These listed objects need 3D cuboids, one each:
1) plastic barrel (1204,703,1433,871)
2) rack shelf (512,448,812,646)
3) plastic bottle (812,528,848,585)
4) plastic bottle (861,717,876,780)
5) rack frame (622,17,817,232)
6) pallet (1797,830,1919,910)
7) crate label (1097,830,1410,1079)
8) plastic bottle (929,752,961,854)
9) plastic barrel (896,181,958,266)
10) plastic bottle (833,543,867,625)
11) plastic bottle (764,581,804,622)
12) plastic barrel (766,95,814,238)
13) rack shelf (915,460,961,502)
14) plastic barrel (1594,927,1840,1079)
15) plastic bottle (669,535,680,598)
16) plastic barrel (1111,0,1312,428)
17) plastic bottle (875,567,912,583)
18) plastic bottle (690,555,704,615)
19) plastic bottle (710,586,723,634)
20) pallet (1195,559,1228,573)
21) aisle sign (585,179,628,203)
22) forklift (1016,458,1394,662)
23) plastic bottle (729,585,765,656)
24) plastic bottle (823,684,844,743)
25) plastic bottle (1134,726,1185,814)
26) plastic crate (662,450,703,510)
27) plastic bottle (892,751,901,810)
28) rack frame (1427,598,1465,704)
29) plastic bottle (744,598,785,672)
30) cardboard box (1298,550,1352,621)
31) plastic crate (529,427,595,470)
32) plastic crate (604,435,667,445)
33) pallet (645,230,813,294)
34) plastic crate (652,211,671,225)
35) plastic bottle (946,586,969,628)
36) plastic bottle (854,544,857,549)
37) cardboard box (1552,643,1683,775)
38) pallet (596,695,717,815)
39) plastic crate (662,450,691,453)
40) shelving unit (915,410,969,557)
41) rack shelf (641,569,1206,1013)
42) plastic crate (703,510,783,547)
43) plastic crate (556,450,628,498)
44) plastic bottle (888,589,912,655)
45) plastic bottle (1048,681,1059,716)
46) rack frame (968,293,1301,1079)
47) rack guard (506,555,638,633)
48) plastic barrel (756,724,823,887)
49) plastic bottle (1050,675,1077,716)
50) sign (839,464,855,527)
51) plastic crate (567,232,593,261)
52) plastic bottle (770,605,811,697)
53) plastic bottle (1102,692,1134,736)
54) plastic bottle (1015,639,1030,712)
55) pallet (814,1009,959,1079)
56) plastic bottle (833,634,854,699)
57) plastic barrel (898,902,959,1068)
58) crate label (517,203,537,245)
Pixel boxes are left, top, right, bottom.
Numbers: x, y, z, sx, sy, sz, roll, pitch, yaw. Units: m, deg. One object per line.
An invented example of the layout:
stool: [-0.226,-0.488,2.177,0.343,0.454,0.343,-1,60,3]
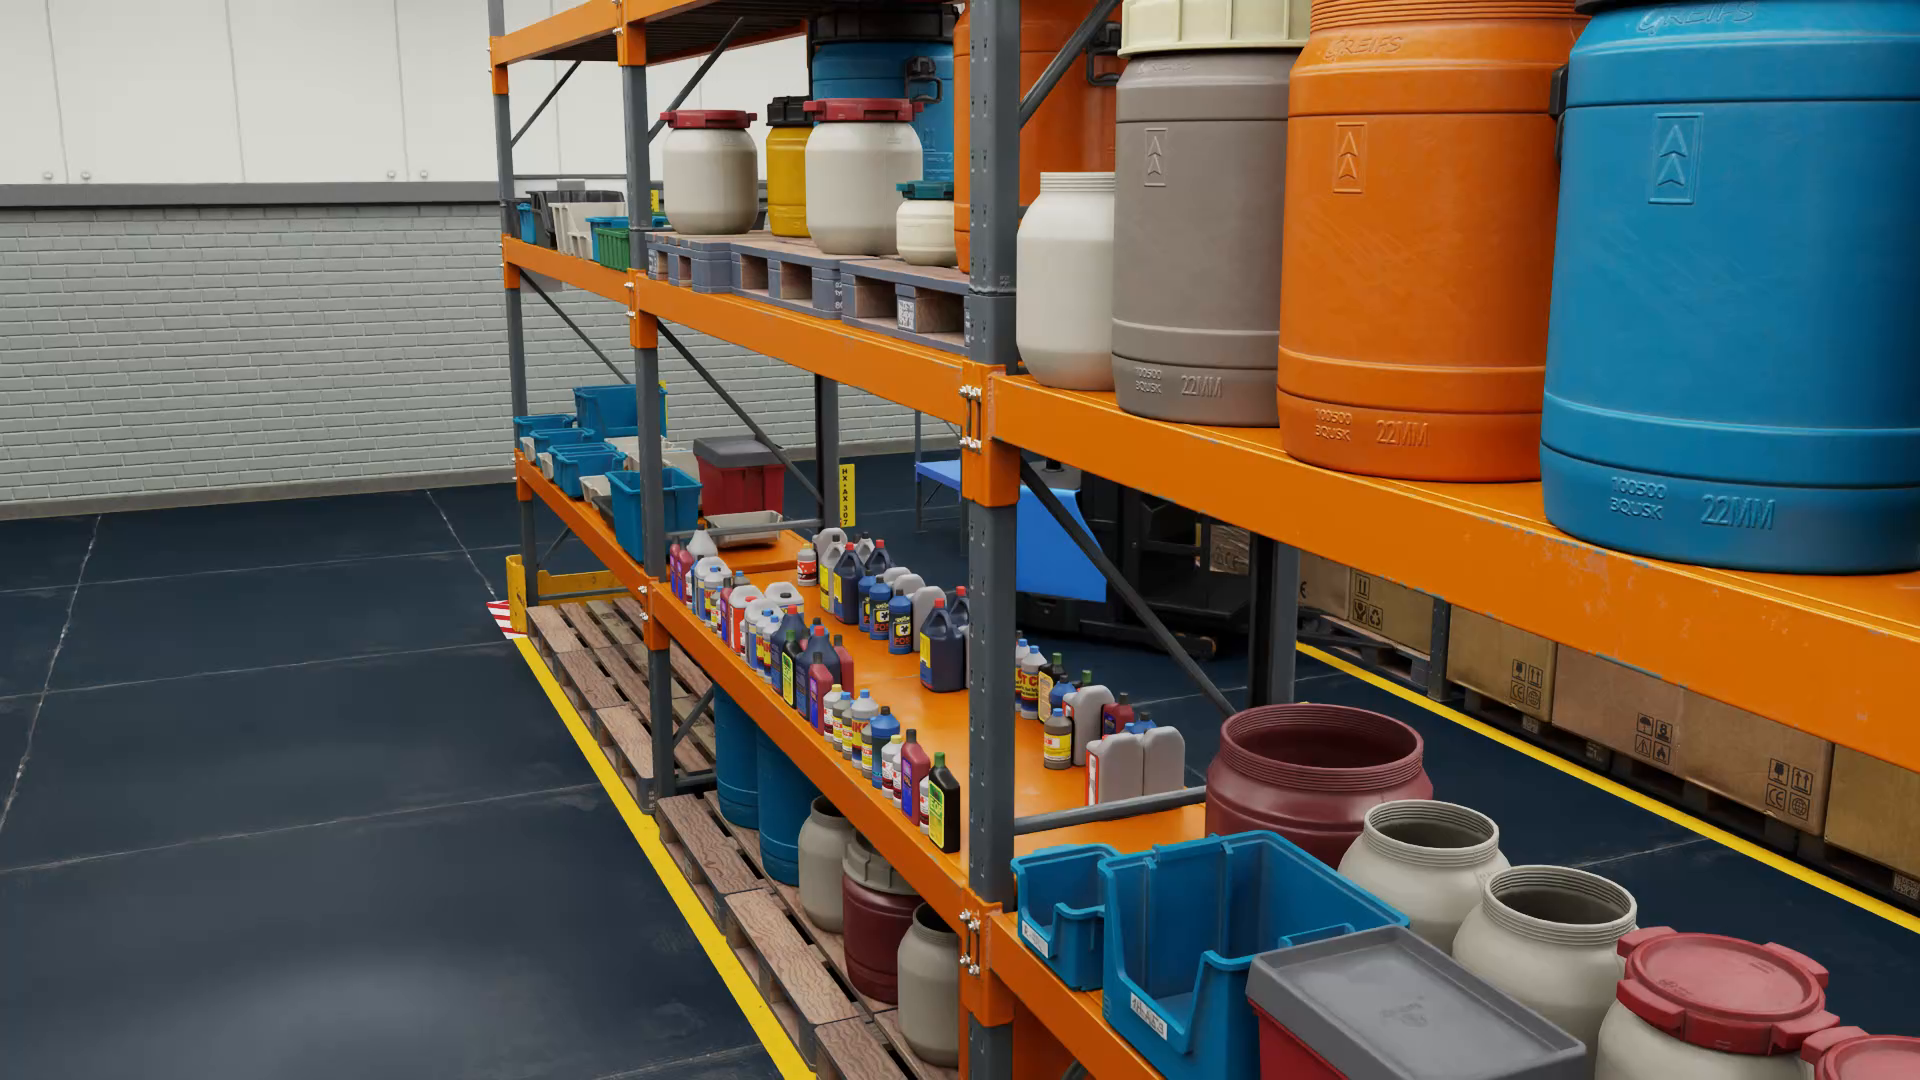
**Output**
plastic barrel: [0.969,0.784,4.527,0.600,0.536,0.708,-6,14,-23]
rack shelf: [-1.898,-0.107,10.275,1.077,0.370,4.000,-6,14,-23]
plastic bottle: [-0.643,0.068,8.197,0.152,0.276,0.135,-6,14,-23]
plastic bottle: [-0.286,0.700,5.632,0.097,0.201,0.097,0,13,0]
rack frame: [-1.097,-2.967,7.732,1.000,3.000,0.127,-6,14,-23]
pallet: [4.797,1.524,7.819,1.003,0.211,1.213,-6,14,-23]
crate label: [0.656,0.995,3.842,0.502,0.435,0.616,-6,14,-23]
plastic bottle: [-0.047,0.794,5.046,0.061,0.283,0.133,-6,14,-23]
plastic barrel: [-0.058,-1.025,5.368,0.301,0.262,0.301,0,13,0]
plastic bottle: [-0.487,0.191,7.500,0.144,0.351,0.185,-6,14,-23]
plastic bottle: [-0.750,0.324,7.094,0.152,0.276,0.135,-6,14,-23]
plastic barrel: [-0.545,-1.632,7.266,0.600,0.588,0.600,0,13,0]
rack shelf: [0.034,-0.538,14.665,0.538,0.185,1.000,-6,14,-23]
plastic barrel: [1.459,1.084,3.233,0.433,0.535,0.433,0,13,0]
plastic bottle: [-1.341,0.127,7.928,0.061,0.283,0.133,-6,14,-23]
plastic barrel: [0.636,-0.734,3.625,0.600,0.901,0.600,0,13,0]
plastic bottle: [-0.294,0.248,7.421,0.152,0.276,0.135,-6,14,-23]
plastic bottle: [-1.185,0.203,7.628,0.097,0.271,0.097,0,13,0]
plastic bottle: [-1.053,0.305,7.341,0.097,0.201,0.097,0,13,0]
pallet: [2.231,0.199,13.543,1.003,0.211,1.213,-6,14,-23]
aisle sign: [-2.459,-2.179,11.865,0.394,0.787,0.004,-6,14,-23]
forklift: [1.659,-0.739,11.561,3.031,2.935,1.130,7,15,29]
plastic bottle: [-0.889,0.338,7.034,0.152,0.276,0.135,-6,14,-23]
plastic bottle: [-0.442,0.620,5.979,0.097,0.201,0.097,0,13,0]
plastic bottle: [0.629,0.724,5.364,0.152,0.276,0.135,-6,14,-23]
plastic crate: [-1.539,-0.348,9.850,0.437,0.282,0.530,-6,14,-23]
plastic bottle: [-0.169,0.761,5.371,0.097,0.201,0.097,0,13,0]
rack frame: [3.442,-0.492,10.342,1.000,3.000,0.127,-6,14,-23]
plastic bottle: [-0.796,0.385,6.827,0.152,0.276,0.135,-6,14,-23]
cardboard box: [2.890,0.009,11.958,0.875,0.875,0.875,-6,14,-23]
plastic crate: [-2.638,-0.602,11.055,0.416,0.233,0.300,-6,14,-23]
plastic crate: [-2.206,-0.619,11.345,0.396,0.136,0.243,-6,14,-23]
pallet: [-0.693,-1.260,7.430,1.213,0.211,1.003,-6,14,-23]
plastic crate: [-2.042,-2.051,10.896,0.450,0.188,0.336,-6,14,-23]
plastic bottle: [0.013,0.368,6.738,0.144,0.351,0.185,-6,14,-23]
plastic bottle: [-0.496,0.144,7.871,0.152,0.276,0.135,-6,14,-23]
cardboard box: [4.075,0.654,9.173,1.225,0.875,0.875,-6,14,-25]
pallet: [-1.427,1.166,9.364,1.003,0.211,1.213,-6,14,-23]
plastic crate: [-1.641,-0.417,10.258,0.416,0.233,0.300,-6,14,-23]
shelving unit: [0.034,-0.713,14.625,0.538,1.500,1.048,-6,14,-23]
rack shelf: [-0.295,0.719,6.704,1.077,0.370,4.000,-6,14,-23]
plastic crate: [-1.152,-0.054,8.903,0.396,0.136,0.243,-6,14,-23]
plastic crate: [-2.254,-0.404,10.199,0.416,0.233,0.300,-6,14,-23]
plastic bottle: [-0.254,0.341,7.029,0.097,0.271,0.097,0,13,0]
plastic bottle: [0.368,0.611,6.019,0.097,0.201,0.097,0,13,0]
rack frame: [0.506,0.782,4.838,1.000,3.000,0.127,-6,14,-23]
rack guard: [-2.720,0.343,12.278,1.175,0.500,0.348,-6,14,-23]
plastic barrel: [-0.611,1.034,7.474,0.600,0.901,0.708,-6,14,-23]
plastic bottle: [0.366,0.610,5.868,0.097,0.271,0.097,0,13,0]
sign: [-0.592,-0.228,8.590,0.100,0.325,0.005,-6,14,-23]
plastic crate: [-1.955,-1.606,9.087,0.293,0.136,0.466,-6,14,-23]
plastic bottle: [-0.658,0.423,6.501,0.144,0.351,0.185,-6,14,-23]
plastic bottle: [0.539,0.648,5.675,0.061,0.283,0.133,-6,14,-23]
plastic bottle: [0.237,0.509,6.304,0.097,0.271,0.097,0,13,0]
pallet: [0.152,1.982,5.840,1.003,0.211,1.213,-6,14,-23]
plastic bottle: [-0.447,0.507,6.287,0.061,0.283,0.133,-6,14,-23]
plastic barrel: [-0.014,1.581,5.970,0.421,0.512,0.421,0,13,0]
crate label: [-2.625,-2.040,10.708,0.408,0.251,0.502,-6,14,-23]
